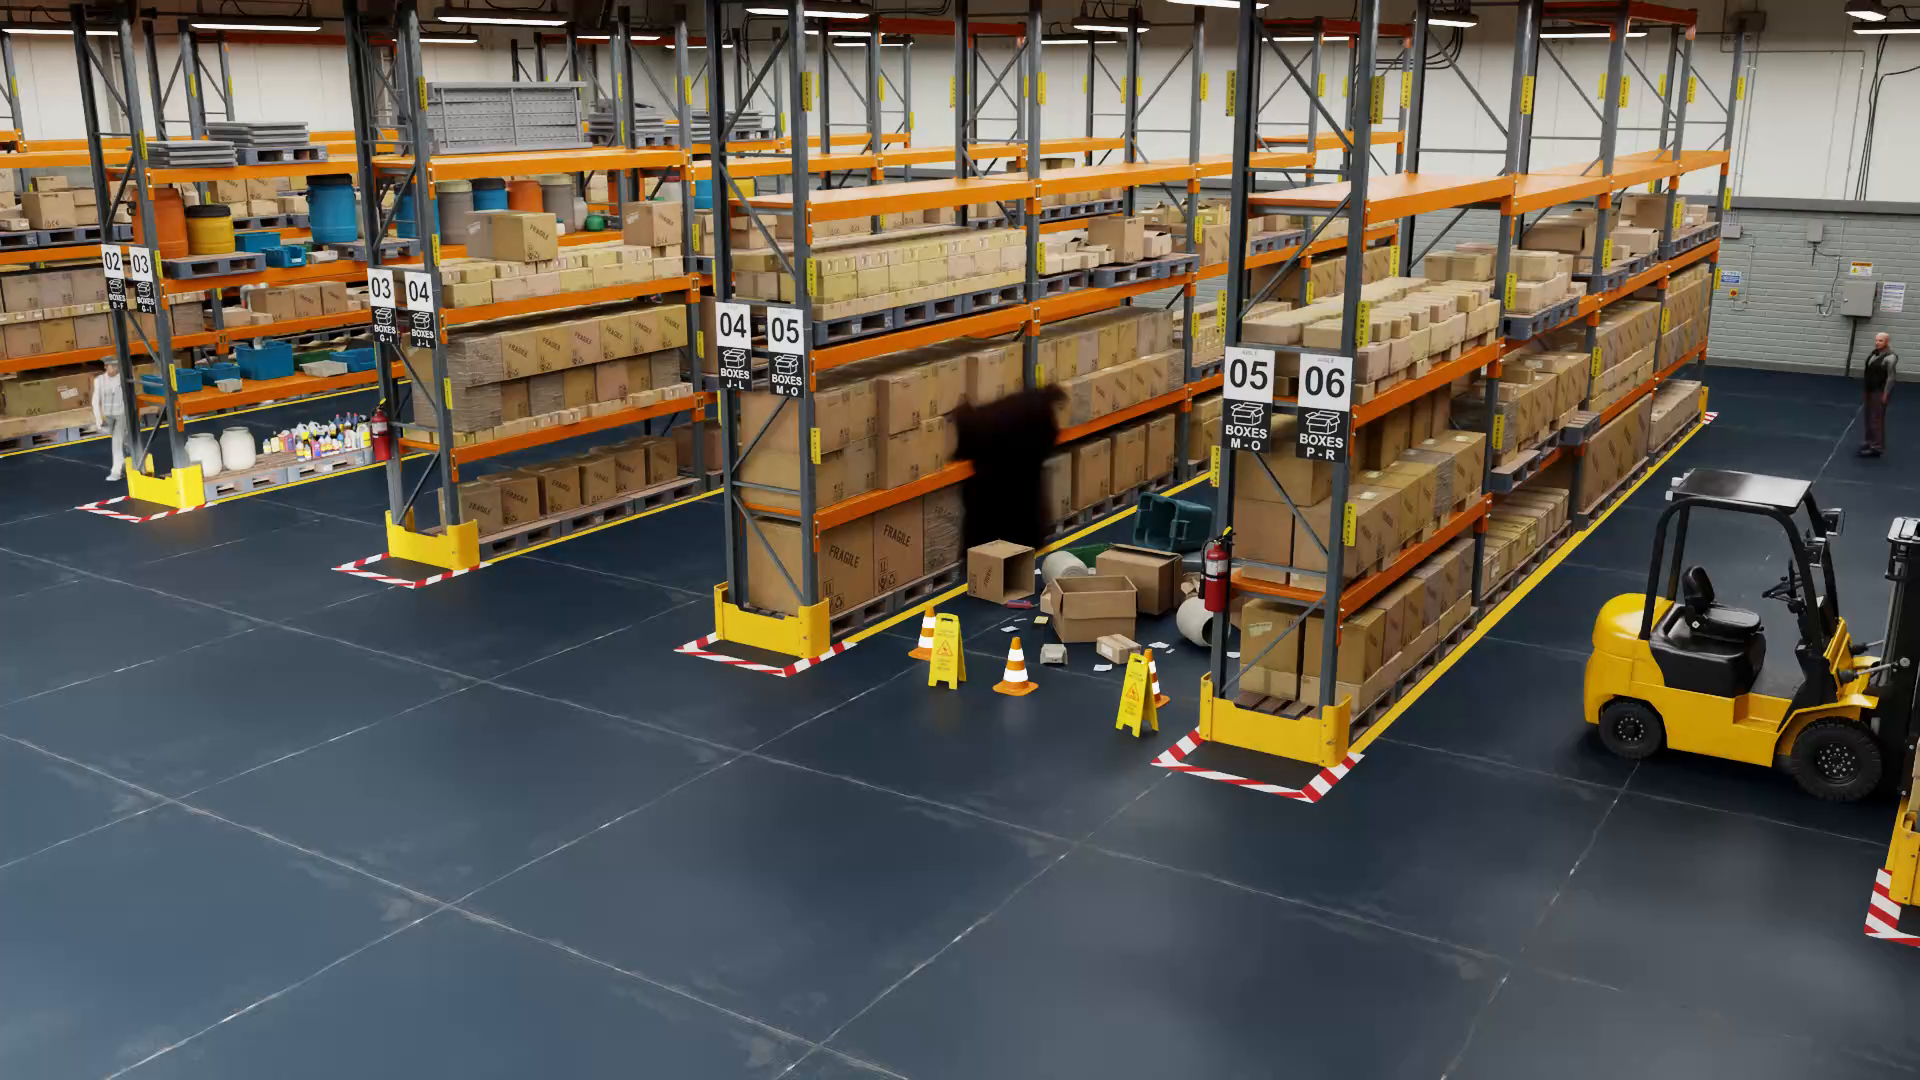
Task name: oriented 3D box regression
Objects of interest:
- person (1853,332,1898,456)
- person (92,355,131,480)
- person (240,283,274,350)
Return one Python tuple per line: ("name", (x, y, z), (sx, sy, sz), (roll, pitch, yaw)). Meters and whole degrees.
("person", (12.903, -2.047, 23.425), (0.371, 1.767, 0.570), (4, 16, 14))
("person", (-11.224, -1.659, 22.146), (0.432, 1.624, 0.971), (3, 16, 11))
("person", (-13.012, -4.174, 30.834), (0.446, 1.791, 0.564), (7, 17, 25))
